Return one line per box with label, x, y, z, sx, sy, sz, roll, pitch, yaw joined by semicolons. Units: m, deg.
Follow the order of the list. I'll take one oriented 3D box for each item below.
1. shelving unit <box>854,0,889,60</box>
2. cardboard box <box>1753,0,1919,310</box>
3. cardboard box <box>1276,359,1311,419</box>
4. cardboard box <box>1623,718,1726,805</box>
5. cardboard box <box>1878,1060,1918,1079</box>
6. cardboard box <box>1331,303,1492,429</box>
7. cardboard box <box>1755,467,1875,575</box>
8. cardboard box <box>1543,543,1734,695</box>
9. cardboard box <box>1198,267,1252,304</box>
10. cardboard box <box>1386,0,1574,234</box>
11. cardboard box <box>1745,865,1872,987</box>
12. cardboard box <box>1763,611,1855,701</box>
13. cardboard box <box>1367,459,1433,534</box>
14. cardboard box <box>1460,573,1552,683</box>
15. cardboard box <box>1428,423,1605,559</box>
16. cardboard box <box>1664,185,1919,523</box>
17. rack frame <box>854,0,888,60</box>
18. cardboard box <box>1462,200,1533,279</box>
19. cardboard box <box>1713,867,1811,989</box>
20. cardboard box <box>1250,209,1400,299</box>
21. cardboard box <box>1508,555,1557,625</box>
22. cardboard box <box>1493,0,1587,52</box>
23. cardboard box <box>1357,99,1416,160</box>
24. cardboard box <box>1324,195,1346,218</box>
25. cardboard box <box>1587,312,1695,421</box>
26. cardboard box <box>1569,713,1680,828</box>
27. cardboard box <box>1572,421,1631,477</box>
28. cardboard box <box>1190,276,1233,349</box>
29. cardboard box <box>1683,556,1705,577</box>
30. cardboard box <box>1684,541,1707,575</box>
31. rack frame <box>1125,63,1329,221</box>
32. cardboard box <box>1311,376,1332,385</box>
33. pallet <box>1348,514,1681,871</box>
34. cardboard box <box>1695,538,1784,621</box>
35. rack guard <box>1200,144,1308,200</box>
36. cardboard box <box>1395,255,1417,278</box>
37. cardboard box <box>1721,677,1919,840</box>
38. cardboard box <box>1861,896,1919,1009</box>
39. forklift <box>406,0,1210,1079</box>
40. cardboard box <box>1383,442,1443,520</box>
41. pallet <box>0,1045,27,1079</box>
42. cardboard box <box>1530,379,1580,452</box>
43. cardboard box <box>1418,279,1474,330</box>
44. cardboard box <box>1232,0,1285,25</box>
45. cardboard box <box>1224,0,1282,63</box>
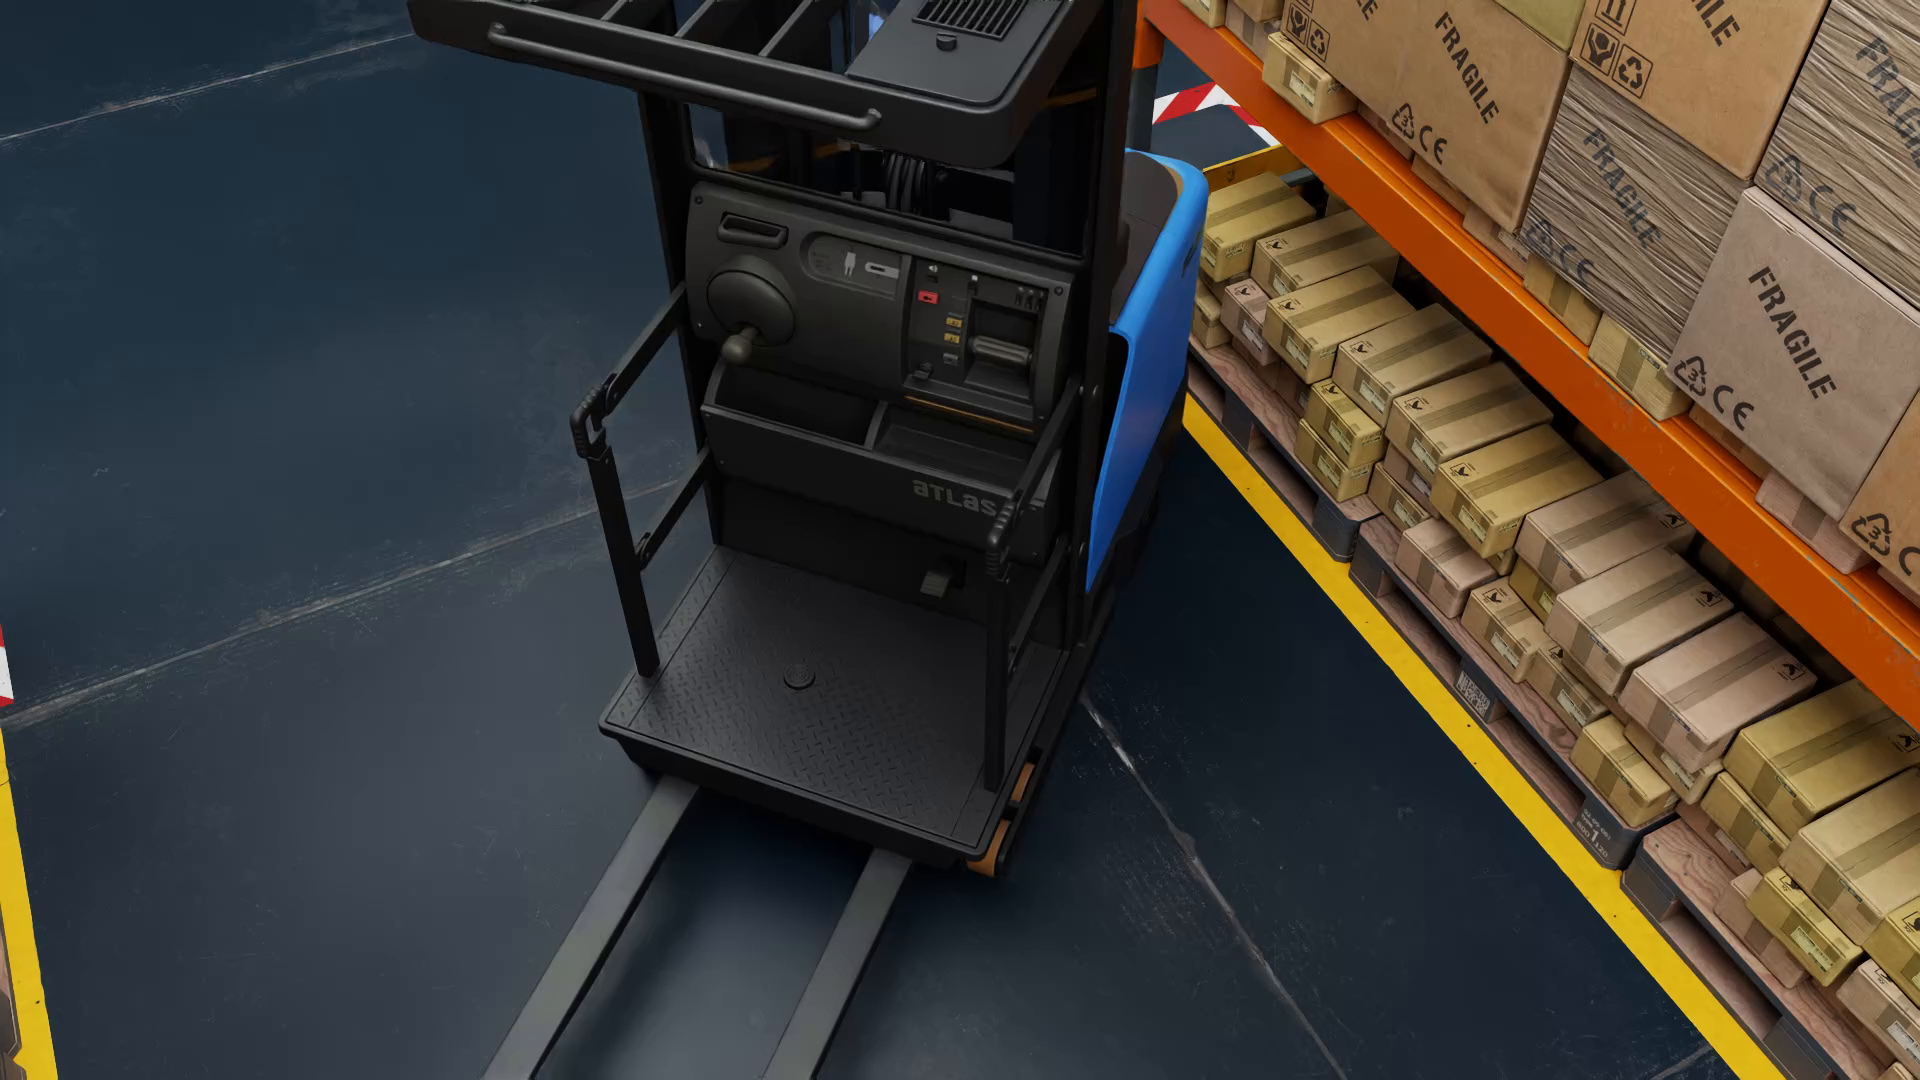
shelving unit;-0.098;-1.588;5.614;0.538;1.500;1.048;4;49;-4
cardboard box;1.890;-0.781;3.012;0.500;0.500;0.500;-20;52;-17
cardboard box;1.245;-0.513;5.321;0.380;0.149;0.250;-21;52;-17
cardboard box;1.947;0.478;4.257;0.380;0.149;0.250;-20;52;-17
cardboard box;2.326;1.247;3.781;0.380;0.149;0.250;-21;52;-17
cardboard box;1.337;-0.520;4.931;0.380;0.149;0.250;-24;53;-19
cardboard box;1.939;-0.123;3.531;0.380;0.149;0.250;-23;53;-19
cardboard box;1.752;0.200;4.302;0.380;0.149;0.250;-23;53;-19
cardboard box;0.989;-0.944;5.500;0.380;0.149;0.250;-19;52;-16
cardboard box;1.418;-1.139;3.989;0.500;0.500;0.500;-21;52;-17
cardboard box;2.108;0.843;3.937;0.380;0.149;0.250;-23;53;-19
cardboard box;2.362;0.279;4.431;0.380;0.149;0.250;-19;51;-16
cardboard box;1.466;-0.166;5.018;0.380;0.149;0.250;-21;52;-17
cardboard box;1.653;0.207;4.691;0.380;0.149;0.250;-21;52;-18
cardboard box;1.535;-0.139;4.598;0.380;0.149;0.250;-20;52;-17
cardboard box;1.873;-0.446;3.384;0.500;0.500;0.500;-21;52;-18
rack frame;-0.101;-1.206;5.280;0.500;1.500;0.032;4;49;-4
cardboard box;1.494;-0.827;4.147;0.380;0.149;0.250;-22;52;-18
cardboard box;2.103;0.890;4.094;0.380;0.149;0.250;-23;53;-19
cardboard box;1.149;-0.870;5.238;0.380;0.149;0.250;-20;52;-17
cardboard box;1.758;0.098;4.589;0.380;0.149;0.250;-19;51;-16
cardboard box;1.402;-1.462;3.607;0.500;0.500;0.500;-22;52;-18
cardboard box;1.304;-1.192;4.466;0.380;0.149;0.250;-19;51;-16
cardboard box;1.473;-1.128;5.661;0.380;0.149;0.250;-22;53;-18
cardboard box;1.690;-0.457;3.824;0.380;0.149;0.250;-20;52;-17
cardboard box;1.852;0.555;4.387;0.380;0.149;0.250;-21;52;-18
cardboard box;1.998;-0.326;4.762;0.380;0.149;0.250;-23;53;-19
cardboard box;0.933;-0.824;5.593;0.380;0.149;0.250;-20;52;-17
cardboard box;2.109;0.034;4.842;0.380;0.149;0.250;-20;52;-17
cardboard box;2.213;-0.086;4.750;0.380;0.149;0.250;-21;52;-17
rack frame;0.978;-2.085;5.081;1.000;3.000;0.127;-21;52;-18
cardboard box;1.255;-0.608;5.206;0.380;0.149;0.250;-21;52;-17
pallet;1.907;0.255;4.887;1.003;0.211;1.213;-21;52;-18
cardboard box;2.221;0.018;4.461;0.380;0.149;0.250;-23;53;-19
rack guard;1.013;-1.211;5.977;1.175;0.500;0.348;-21;52;-18
cardboard box;1.509;-1.026;5.374;0.380;0.149;0.250;-20;52;-17
cardboard box;2.092;0.526;4.017;0.380;0.149;0.250;-20;52;-16
cardboard box;2.262;0.891;3.698;0.380;0.149;0.250;-21;52;-17
forklift;-0.279;-0.431;3.680;1.130;2.935;3.031;16;51;14
cardboard box;1.482;-0.254;4.896;0.380;0.149;0.250;-23;53;-19
pallet;-2.489;1.797;3.538;1.003;0.211;1.213;-21;52;-18
cardboard box;1.961;-0.438;5.058;0.380;0.149;0.250;-20;52;-17
cardboard box;1.713;-0.781;5.357;0.380;0.149;0.250;-23;53;-19
cardboard box;0.938;-1.820;4.585;0.500;0.500;0.500;-19;51;-16
cardboard box;0.988;-1.517;4.751;0.380;0.149;0.250;-19;52;-16
